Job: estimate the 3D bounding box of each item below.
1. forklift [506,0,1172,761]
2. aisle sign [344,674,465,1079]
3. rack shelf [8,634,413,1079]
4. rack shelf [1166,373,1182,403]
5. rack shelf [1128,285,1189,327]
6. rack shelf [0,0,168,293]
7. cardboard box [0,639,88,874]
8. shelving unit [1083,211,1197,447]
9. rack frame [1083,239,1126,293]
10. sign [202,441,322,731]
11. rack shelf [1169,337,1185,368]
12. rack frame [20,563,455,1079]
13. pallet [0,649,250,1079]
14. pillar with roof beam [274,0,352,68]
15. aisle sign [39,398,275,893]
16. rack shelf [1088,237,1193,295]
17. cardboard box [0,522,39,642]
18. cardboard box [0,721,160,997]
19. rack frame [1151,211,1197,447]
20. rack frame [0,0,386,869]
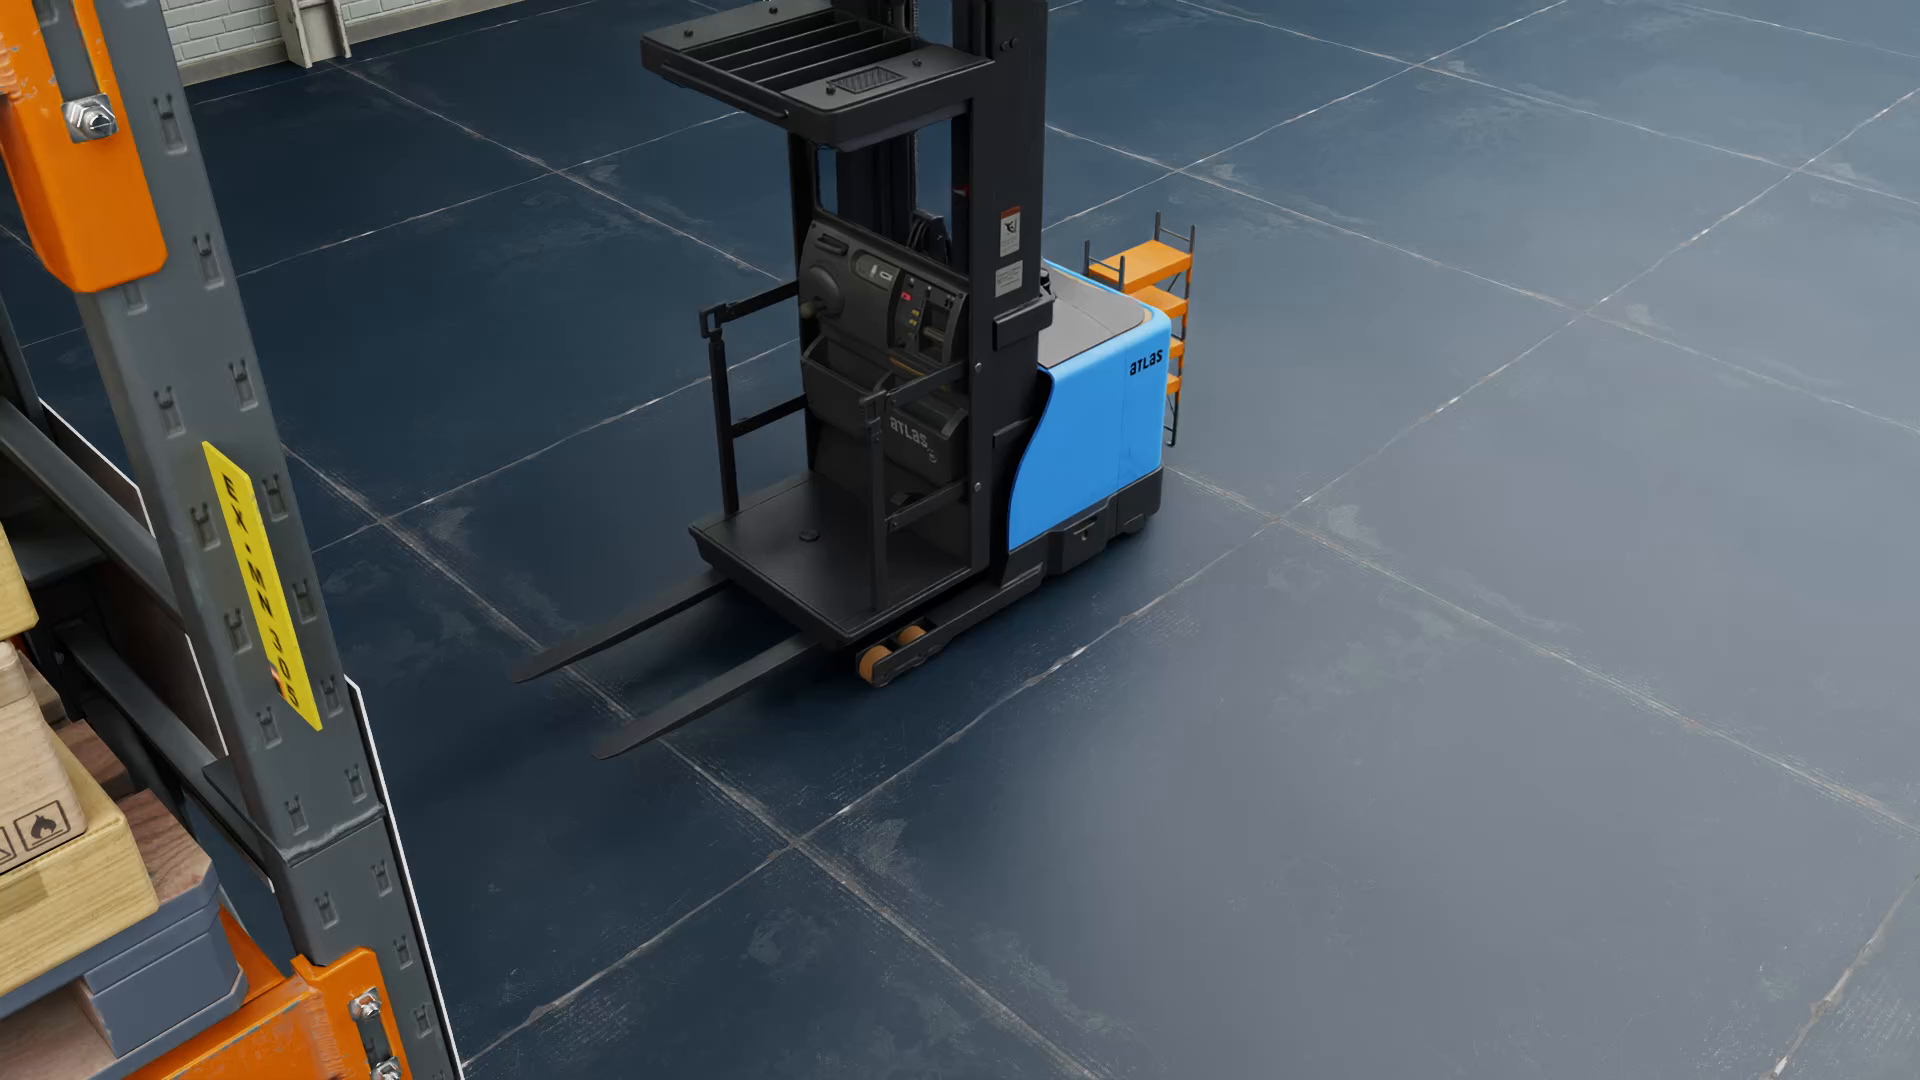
[{"bbox_3d":[-0.471,-0.933,6.526,3.031,2.935,1.130,-28,44,-34],"label":"forklift"},{"bbox_3d":[-0.835,0.415,2.260,0.394,0.787,0.004,30,45,35],"label":"aisle sign"},{"bbox_3d":[-2.507,1.266,1.319,1.077,0.370,4.000,30,45,35],"label":"rack shelf"},{"bbox_3d":[0.833,-0.706,8.174,0.480,0.148,0.258,-28,43,-34],"label":"rack shelf"},{"bbox_3d":[0.835,-1.053,7.935,0.480,0.148,0.258,-28,43,-34],"label":"rack shelf"},{"bbox_3d":[-2.507,0.200,0.575,1.077,0.370,4.000,30,45,35],"label":"rack shelf"},{"bbox_3d":[-1.245,0.197,1.640,0.500,0.250,0.500,-29,44,-35],"label":"cardboard box"},{"bbox_3d":[0.834,-0.925,8.023,0.503,1.200,0.258,-28,43,-34],"label":"shelving unit"},{"bbox_3d":[0.655,-0.831,7.886,0.015,1.200,0.240,-28,43,-34],"label":"rack frame"},{"bbox_3d":[-0.723,0.053,1.725,0.100,0.325,0.005,30,45,35],"label":"sign"},{"bbox_3d":[0.834,-0.869,8.061,0.480,0.148,0.258,-28,43,-34],"label":"rack shelf"},{"bbox_3d":[-1.098,1.389,3.136,1.000,3.000,0.127,30,45,35],"label":"rack frame"},{"bbox_3d":[-1.613,0.501,1.865,1.003,0.211,1.213,30,45,35],"label":"pallet"},{"bbox_3d":[-2.055,-5.805,8.208,9.100,9.000,0.400,30,45,35],"label":"pillar with roof beam"},{"bbox_3d":[-1.261,0.173,2.607,0.394,0.787,0.004,30,45,35],"label":"aisle sign"},{"bbox_3d":[0.837,-1.248,7.800,0.480,0.148,0.258,-28,43,-34],"label":"rack shelf"},{"bbox_3d":[-1.095,-0.005,1.580,0.250,0.149,0.380,-29,44,-35],"label":"cardboard box"},{"bbox_3d":[-1.092,0.320,1.811,0.380,0.149,0.250,29,44,35],"label":"cardboard box"},{"bbox_3d":[1.013,-1.018,8.161,0.015,1.200,0.240,-28,43,-34],"label":"rack frame"},{"bbox_3d":[-1.098,-1.071,1.419,1.000,3.000,0.127,30,45,35],"label":"rack frame"}]
